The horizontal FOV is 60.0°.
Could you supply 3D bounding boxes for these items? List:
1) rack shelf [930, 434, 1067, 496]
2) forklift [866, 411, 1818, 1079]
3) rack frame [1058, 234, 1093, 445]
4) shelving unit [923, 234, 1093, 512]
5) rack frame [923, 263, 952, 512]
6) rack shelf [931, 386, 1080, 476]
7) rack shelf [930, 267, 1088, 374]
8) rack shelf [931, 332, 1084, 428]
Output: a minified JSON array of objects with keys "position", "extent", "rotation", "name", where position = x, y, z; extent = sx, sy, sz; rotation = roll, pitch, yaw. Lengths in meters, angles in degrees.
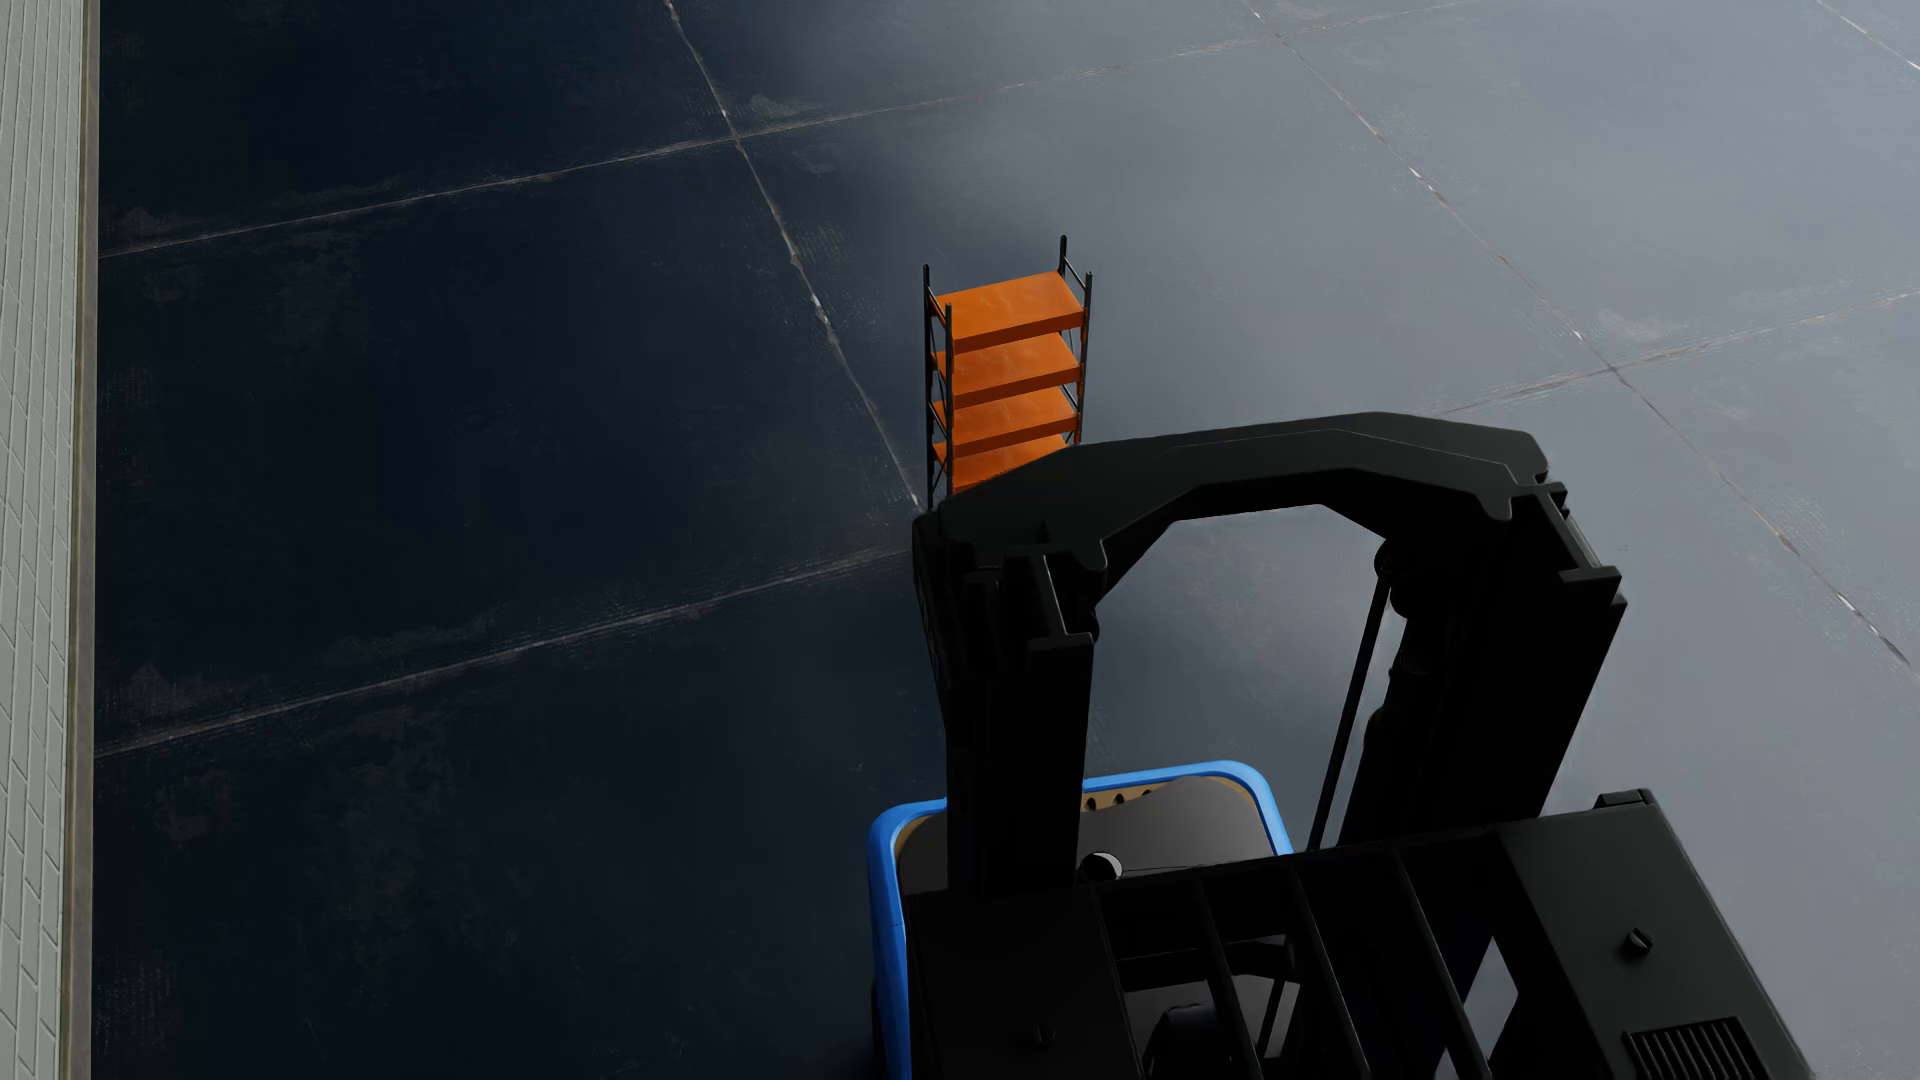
[{"position":[0.156,-0.276,6.053],"extent":[0.480,0.148,0.258],"rotation":[-14,47,-14],"name":"rack shelf"},{"position":[0.509,1.356,2.829],"extent":[1.130,2.935,3.031],"rotation":[-7,46,-7],"name":"forklift"},{"position":[0.385,-0.522,5.923],"extent":[0.015,1.200,0.240],"rotation":[-14,47,-14],"name":"rack frame"},{"position":[0.156,-0.463,5.865],"extent":[0.503,1.200,0.258],"rotation":[-14,47,-14],"name":"shelving unit"},{"position":[-0.074,-0.405,5.806],"extent":[0.015,1.200,0.240],"rotation":[-14,47,-14],"name":"rack frame"},{"position":[0.156,-0.416,5.912],"extent":[0.480,0.148,0.258],"rotation":[-14,47,-14],"name":"rack shelf"},{"position":[0.156,-0.741,5.586],"extent":[0.480,0.148,0.258],"rotation":[-14,47,-14],"name":"rack shelf"},{"position":[0.156,-0.574,5.754],"extent":[0.480,0.148,0.258],"rotation":[-14,47,-14],"name":"rack shelf"}]
